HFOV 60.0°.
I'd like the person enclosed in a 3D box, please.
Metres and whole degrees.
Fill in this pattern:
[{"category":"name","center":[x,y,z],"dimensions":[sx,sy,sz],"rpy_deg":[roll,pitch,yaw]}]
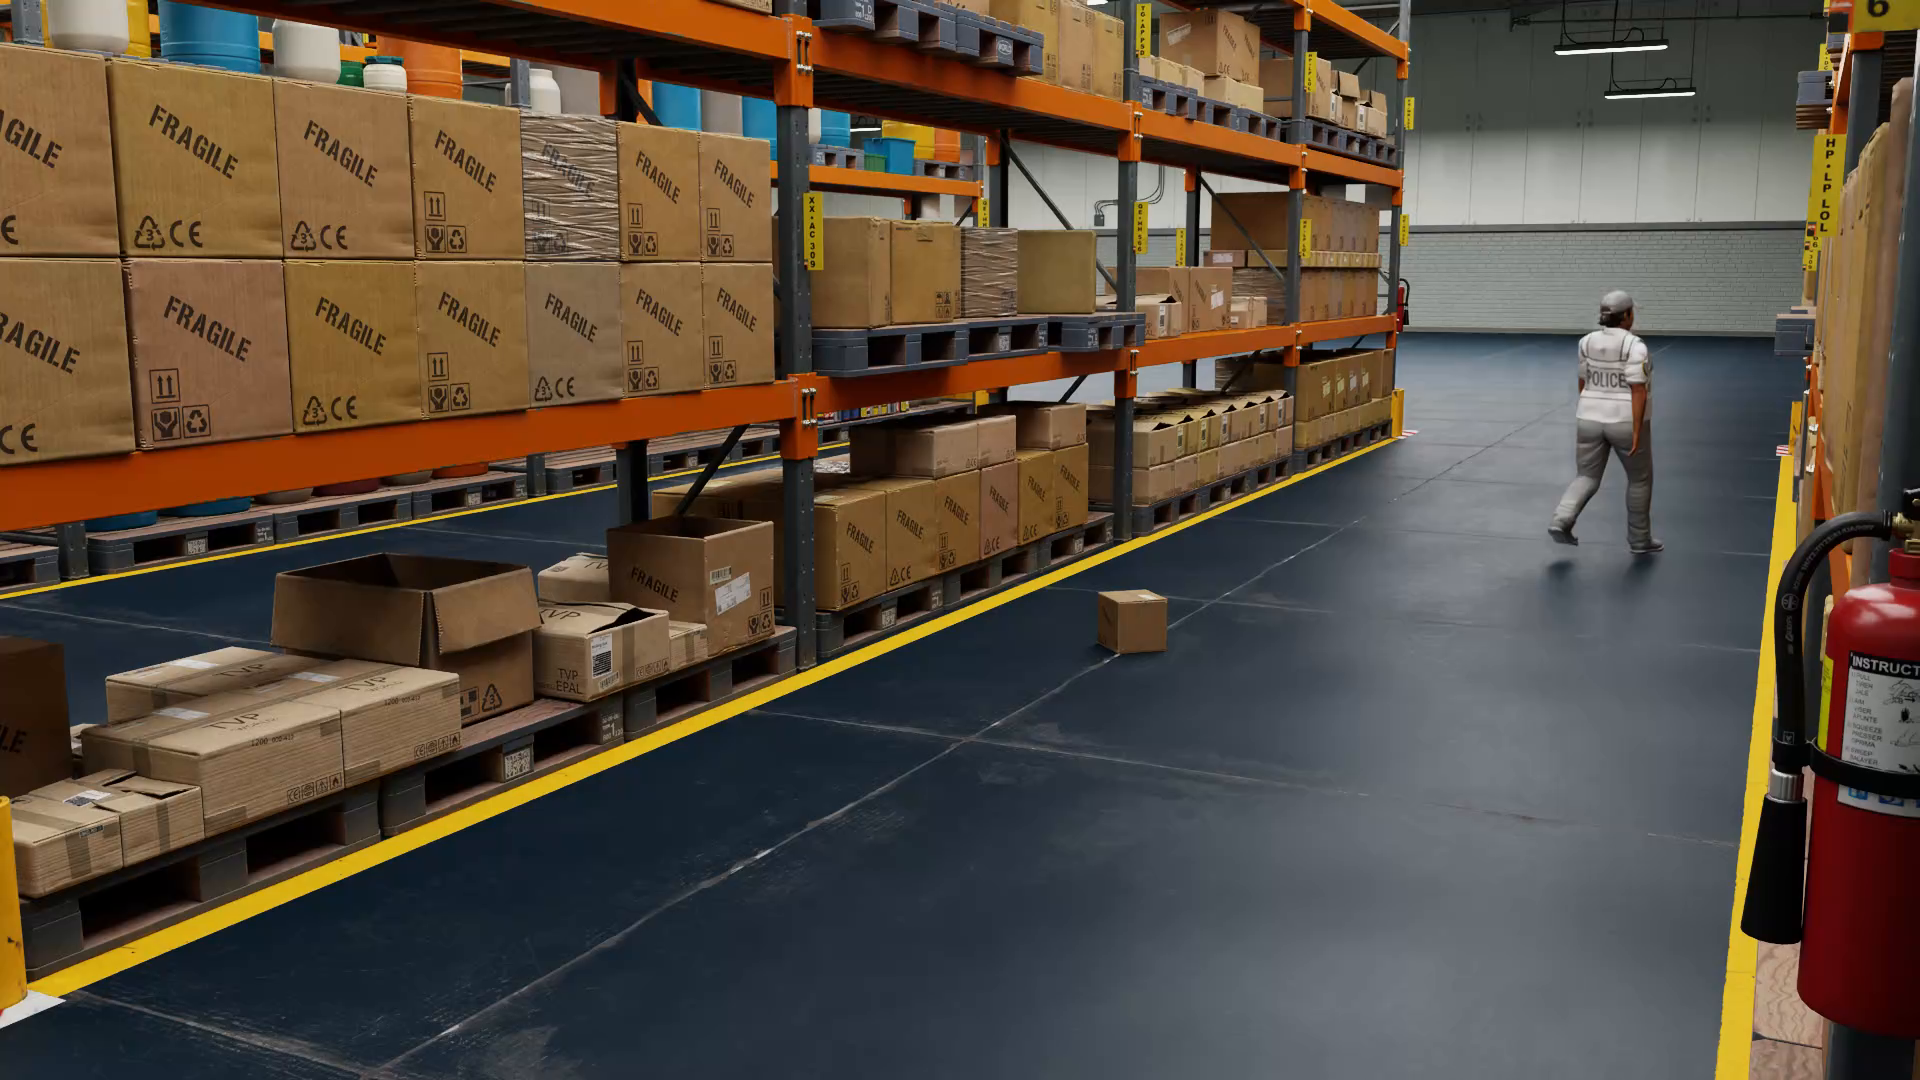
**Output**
[{"category":"person","center":[4.043,-0.717,10.255],"dimensions":[0.837,1.628,0.474],"rpy_deg":[-8,12,-42]}]
